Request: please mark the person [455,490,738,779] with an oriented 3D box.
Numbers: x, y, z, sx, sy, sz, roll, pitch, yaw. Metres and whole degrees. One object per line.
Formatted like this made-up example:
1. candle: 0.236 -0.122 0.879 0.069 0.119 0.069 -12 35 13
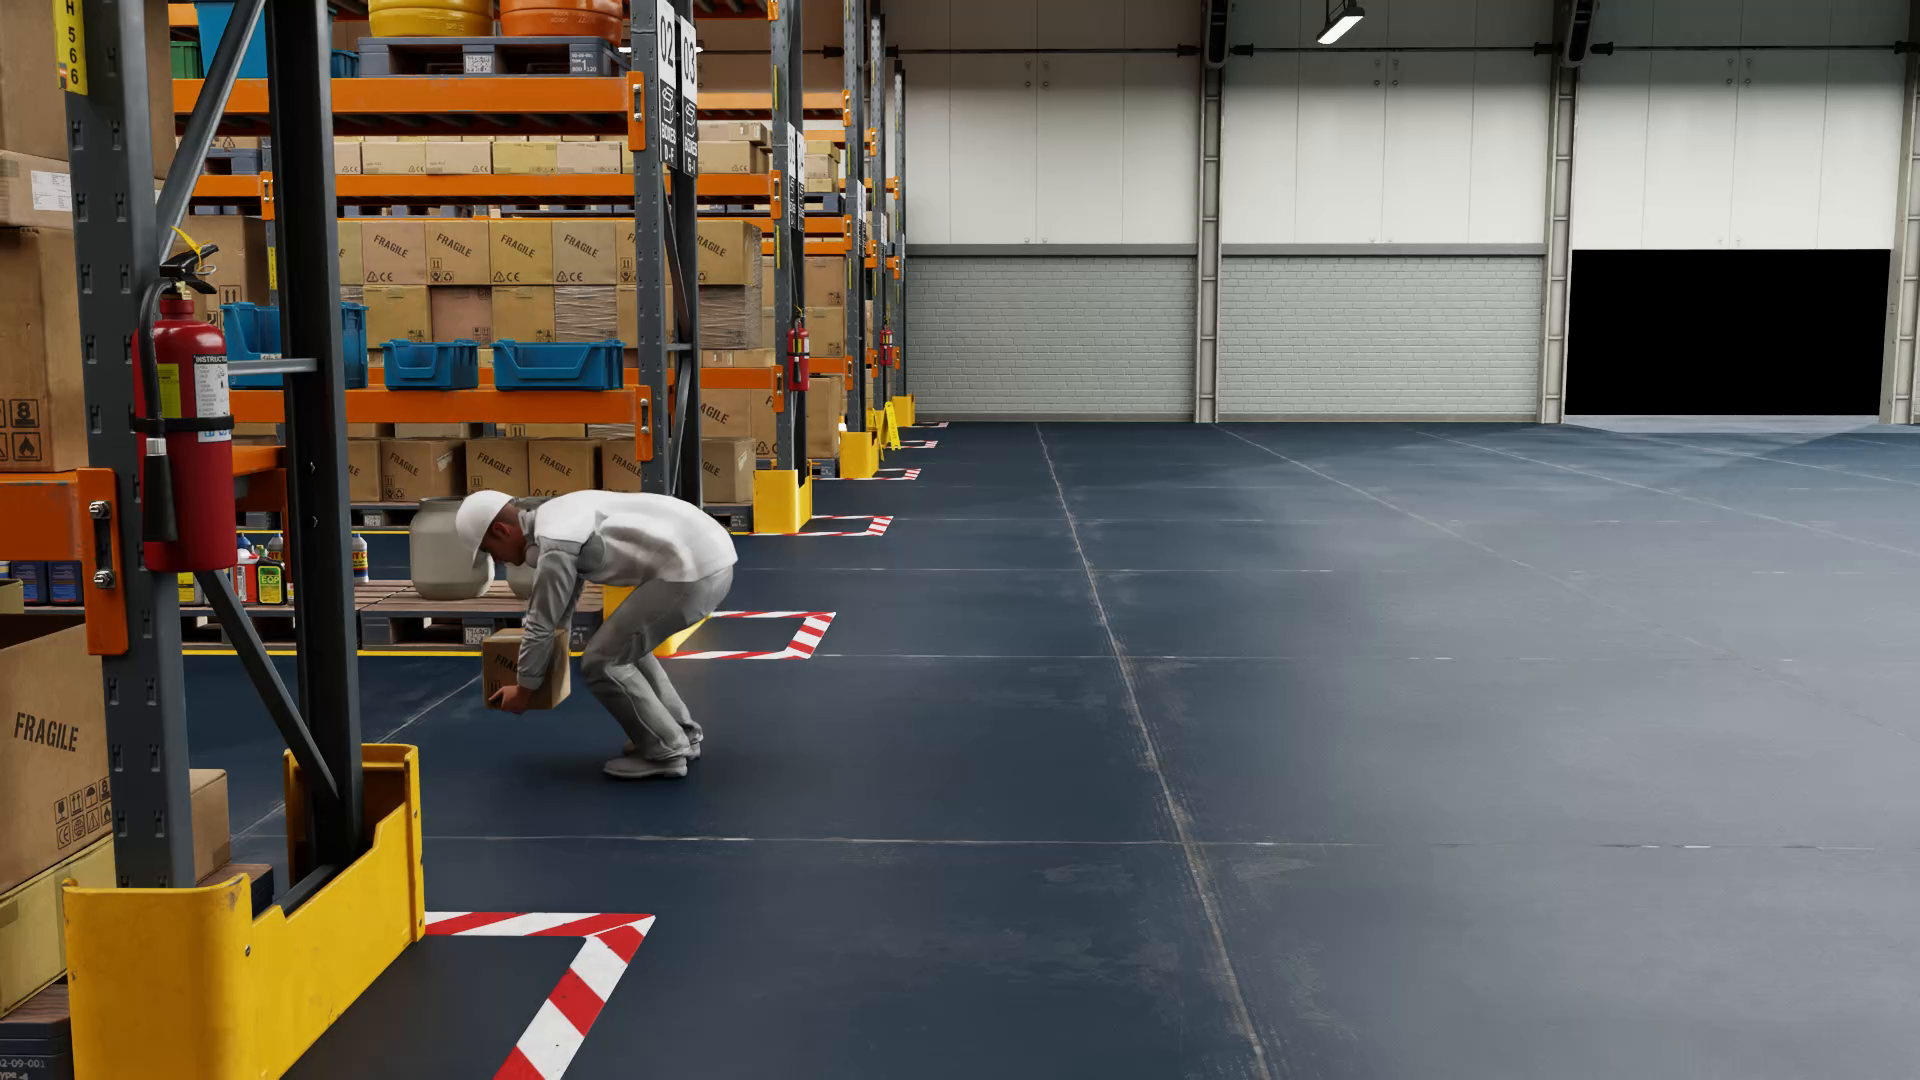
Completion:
1. person: -1.312 0.328 6.054 0.997 1.025 0.513 0 7 -2
